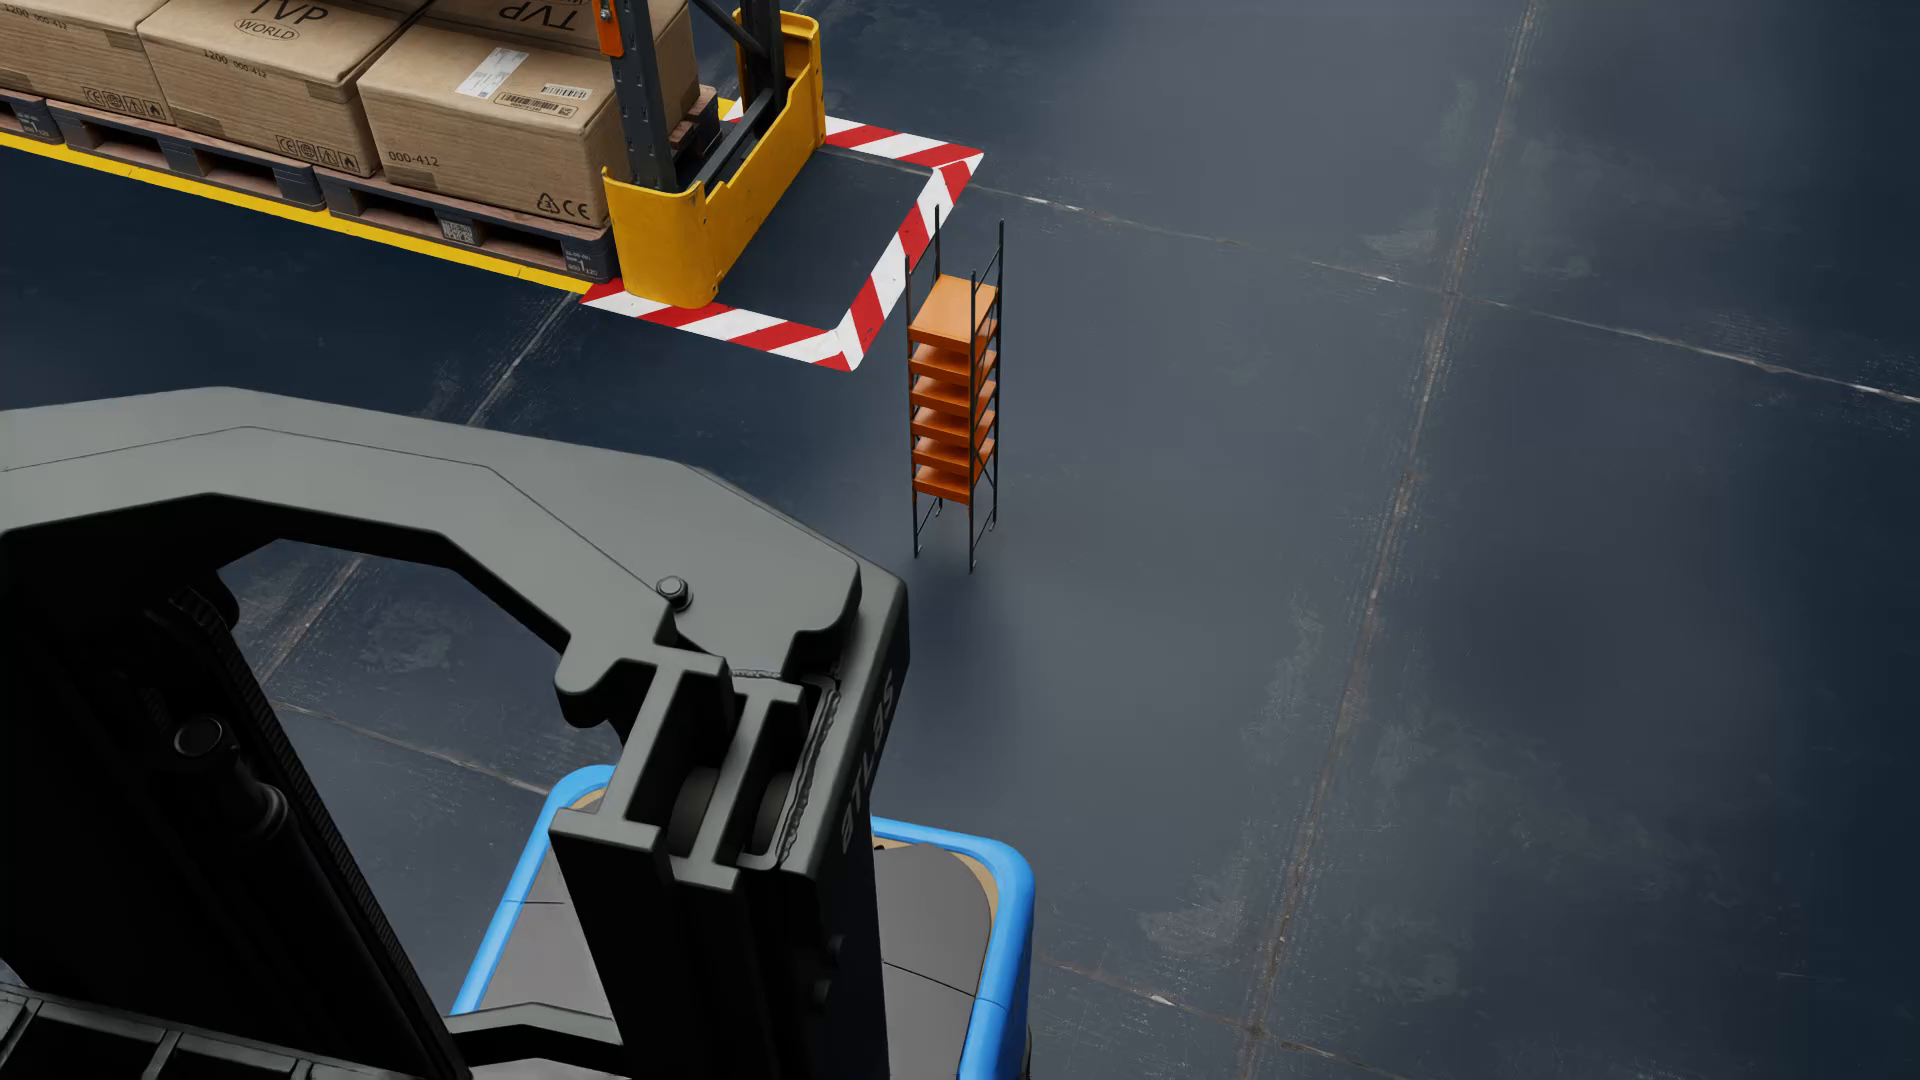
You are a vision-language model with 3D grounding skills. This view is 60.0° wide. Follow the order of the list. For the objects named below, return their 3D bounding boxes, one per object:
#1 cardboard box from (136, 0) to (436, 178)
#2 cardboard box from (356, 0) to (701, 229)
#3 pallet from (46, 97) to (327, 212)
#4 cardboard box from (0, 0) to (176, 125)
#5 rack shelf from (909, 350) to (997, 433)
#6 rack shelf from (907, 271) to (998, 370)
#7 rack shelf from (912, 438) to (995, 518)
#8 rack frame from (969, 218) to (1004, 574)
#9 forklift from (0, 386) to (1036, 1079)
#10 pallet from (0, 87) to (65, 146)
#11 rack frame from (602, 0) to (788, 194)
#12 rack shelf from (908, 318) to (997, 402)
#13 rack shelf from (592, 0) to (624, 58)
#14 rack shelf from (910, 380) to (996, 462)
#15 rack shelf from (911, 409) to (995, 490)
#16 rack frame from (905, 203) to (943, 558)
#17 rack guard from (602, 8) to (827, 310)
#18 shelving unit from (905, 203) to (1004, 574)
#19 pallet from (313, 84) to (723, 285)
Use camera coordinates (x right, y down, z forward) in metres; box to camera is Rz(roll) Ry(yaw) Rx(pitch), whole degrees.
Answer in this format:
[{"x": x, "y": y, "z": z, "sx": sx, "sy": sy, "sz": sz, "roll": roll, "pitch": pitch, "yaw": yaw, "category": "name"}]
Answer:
[{"x": -2.416, "y": -1.894, "z": 6.325, "sx": 0.875, "sy": 0.438, "sz": 0.875, "roll": 17, "pitch": 51, "yaw": 14, "category": "cardboard box"}, {"x": -1.555, "y": -1.661, "z": 6.122, "sx": 0.875, "sy": 0.438, "sz": 0.875, "roll": 14, "pitch": 51, "yaw": 12, "category": "cardboard box"}, {"x": -2.819, "y": -1.822, "z": 6.689, "sx": 1.213, "sy": 0.211, "sz": 1.003, "roll": 16, "pitch": 51, "yaw": 13, "category": "pallet"}, {"x": -3.261, "y": -2.132, "z": 6.530, "sx": 0.875, "sy": 0.438, "sz": 0.875, "roll": 14, "pitch": 51, "yaw": 12, "category": "cardboard box"}, {"x": -0.014, "y": -0.446, "z": 4.743, "sx": 0.180, "sy": 0.103, "sz": 0.258, "roll": 16, "pitch": 51, "yaw": 13, "category": "rack shelf"}, {"x": -0.014, "y": -0.603, "z": 4.561, "sx": 0.180, "sy": 0.103, "sz": 0.258, "roll": 16, "pitch": 51, "yaw": 13, "category": "rack shelf"}, {"x": -0.014, "y": -0.210, "z": 5.015, "sx": 0.180, "sy": 0.103, "sz": 0.258, "roll": 16, "pitch": 51, "yaw": 13, "category": "rack shelf"}, {"x": 0.072, "y": -0.373, "z": 4.779, "sx": 0.006, "sy": 1.200, "sz": 0.240, "roll": 16, "pitch": 51, "yaw": 13, "category": "rack frame"}, {"x": -0.657, "y": 1.364, "z": 2.128, "sx": 1.130, "sy": 2.935, "sz": 3.031, "roll": 10, "pitch": 50, "yaw": 8, "category": "forklift"}, {"x": -3.967, "y": -2.140, "z": 6.965, "sx": 1.213, "sy": 0.211, "sz": 1.003, "roll": 16, "pitch": 51, "yaw": 13, "category": "pallet"}, {"x": -0.901, "y": -2.260, "z": 5.224, "sx": 0.127, "sy": 3.000, "sz": 1.000, "roll": 16, "pitch": 51, "yaw": 13, "category": "rack frame"}, {"x": -0.014, "y": -0.525, "z": 4.652, "sx": 0.180, "sy": 0.103, "sz": 0.258, "roll": 16, "pitch": 51, "yaw": 13, "category": "rack shelf"}, {"x": -2.777, "y": -2.549, "z": 5.950, "sx": 4.000, "sy": 0.370, "sz": 1.077, "roll": 16, "pitch": 51, "yaw": 13, "category": "rack shelf"}, {"x": -0.014, "y": -0.368, "z": 4.833, "sx": 0.180, "sy": 0.103, "sz": 0.258, "roll": 16, "pitch": 51, "yaw": 13, "category": "rack shelf"}, {"x": -0.014, "y": -0.289, "z": 4.924, "sx": 0.180, "sy": 0.103, "sz": 0.258, "roll": 16, "pitch": 51, "yaw": 13, "category": "rack shelf"}, {"x": -0.099, "y": -0.421, "z": 4.821, "sx": 0.006, "sy": 1.200, "sz": 0.240, "roll": 16, "pitch": 51, "yaw": 13, "category": "rack frame"}, {"x": -0.879, "y": -1.435, "z": 6.163, "sx": 0.348, "sy": 0.500, "sz": 1.175, "roll": 16, "pitch": 51, "yaw": 13, "category": "rack guard"}, {"x": -0.014, "y": -0.397, "z": 4.800, "sx": 0.189, "sy": 1.200, "sz": 0.258, "roll": 16, "pitch": 51, "yaw": 13, "category": "shelving unit"}, {"x": -1.678, "y": -1.501, "z": 6.411, "sx": 1.213, "sy": 0.211, "sz": 1.003, "roll": 16, "pitch": 51, "yaw": 13, "category": "pallet"}]
